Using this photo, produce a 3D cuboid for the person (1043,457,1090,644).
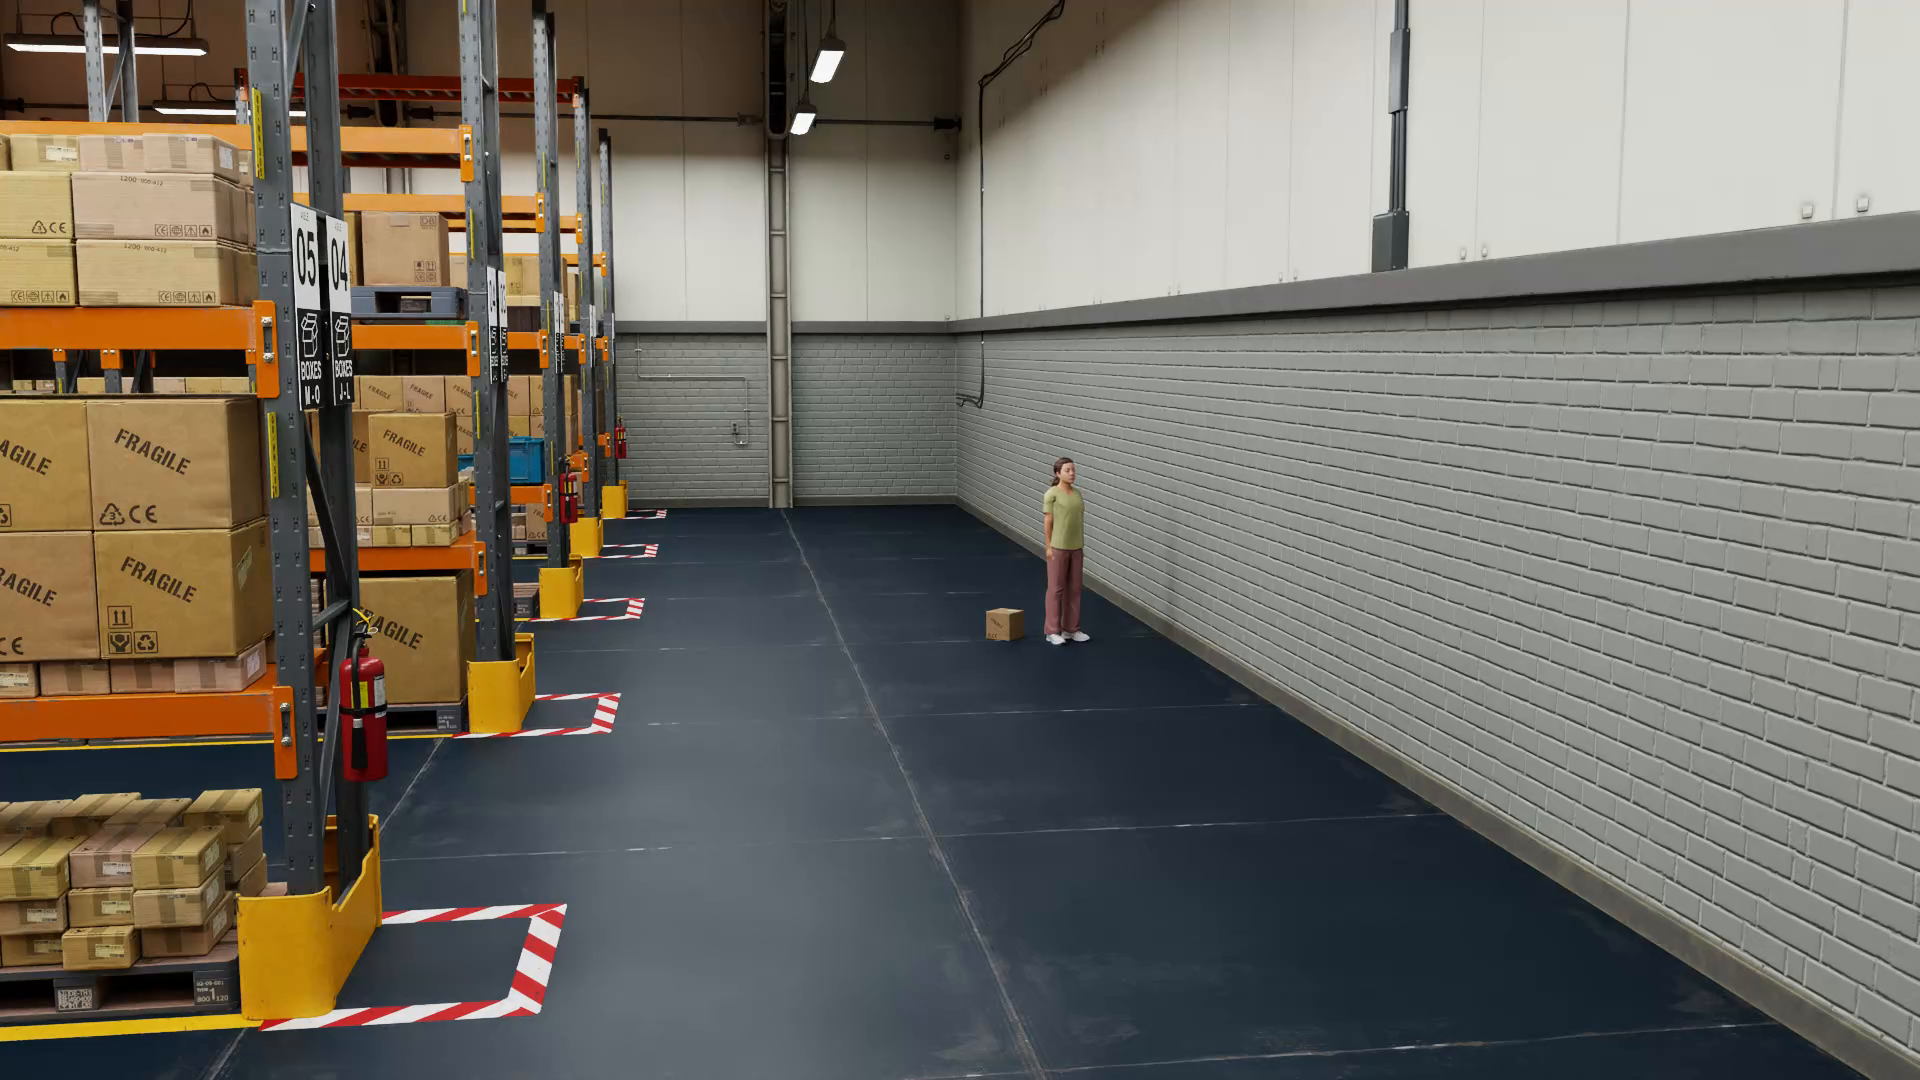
[{"bbox_3d":[0.958,0.087,15.055,0.430,1.671,0.382,-5,8,-38],"label":"person"}]
